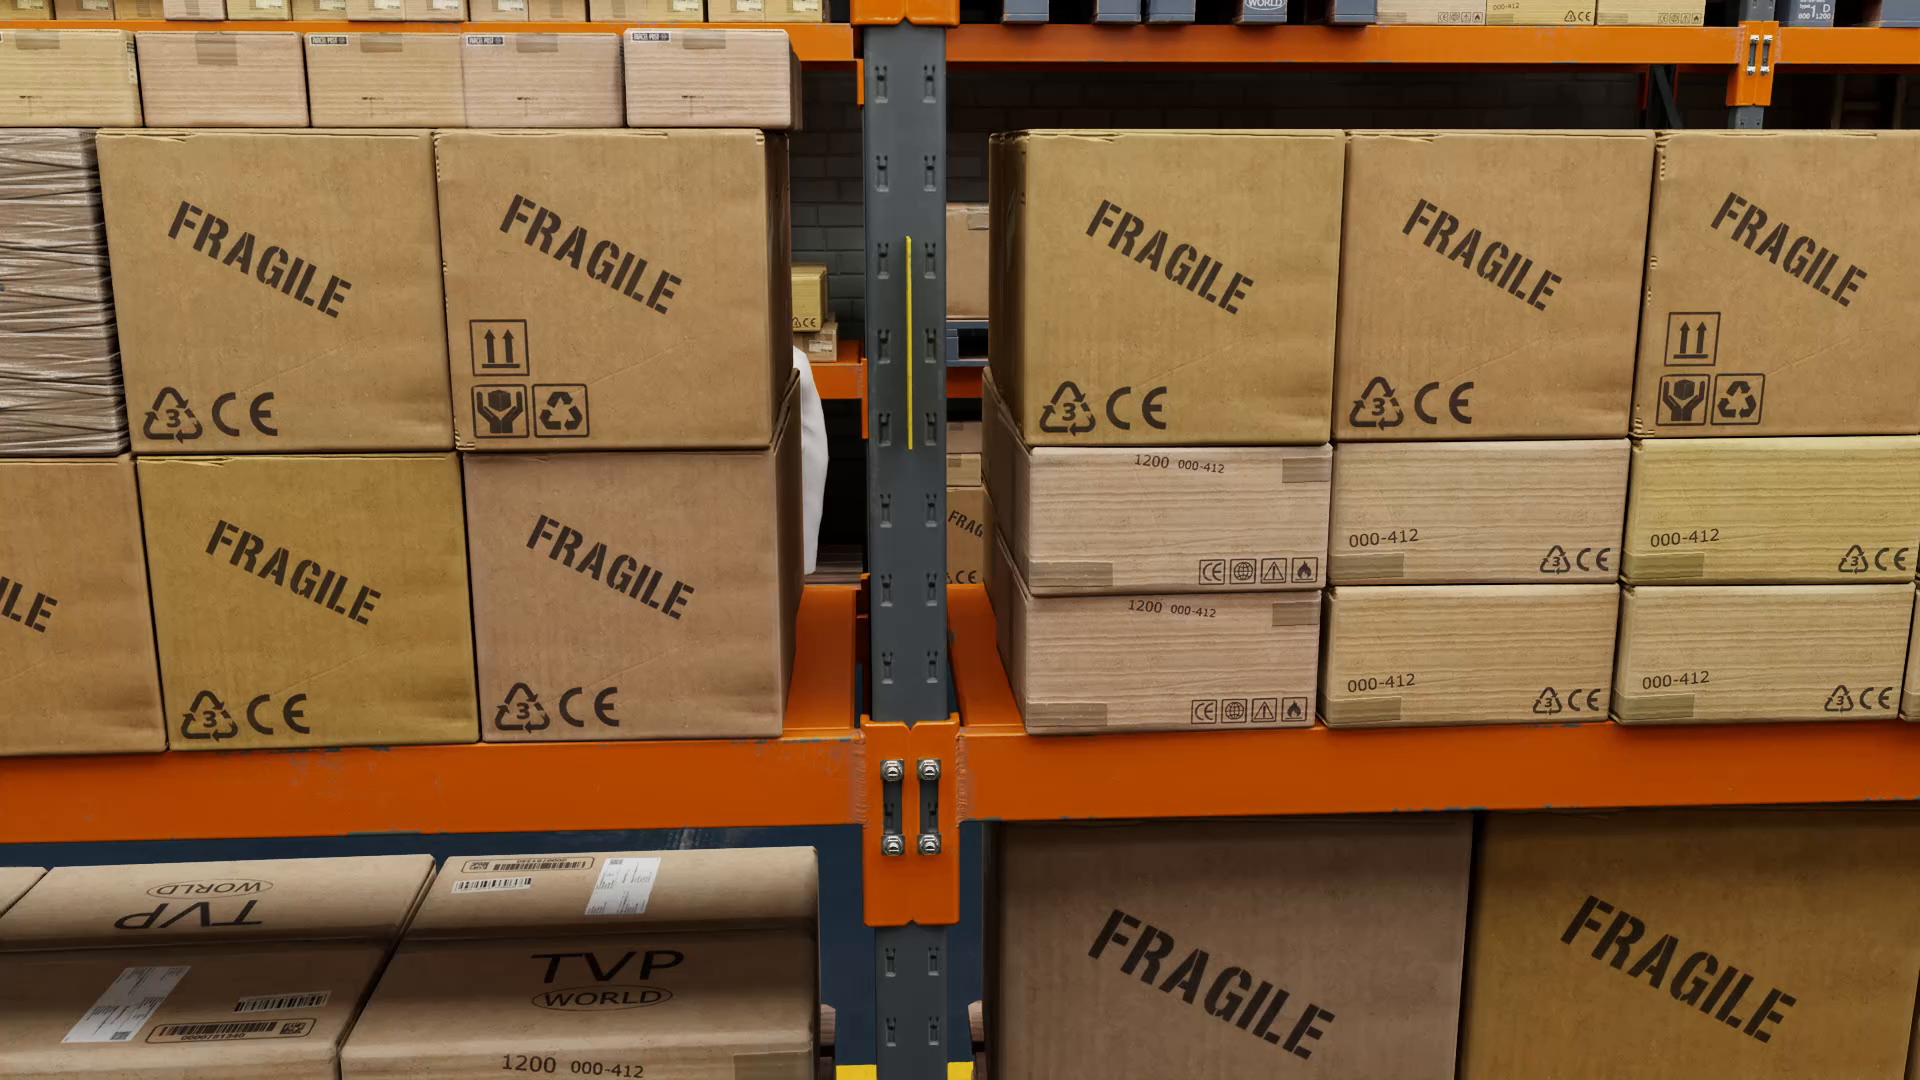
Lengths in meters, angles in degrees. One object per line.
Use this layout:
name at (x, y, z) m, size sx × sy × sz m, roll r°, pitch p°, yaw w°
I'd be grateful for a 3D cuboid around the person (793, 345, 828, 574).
person at (-0.724, -0.124, 6.547) m, size 0.418 × 1.774 × 0.646 m, roll -1°, pitch 13°, yaw -4°
